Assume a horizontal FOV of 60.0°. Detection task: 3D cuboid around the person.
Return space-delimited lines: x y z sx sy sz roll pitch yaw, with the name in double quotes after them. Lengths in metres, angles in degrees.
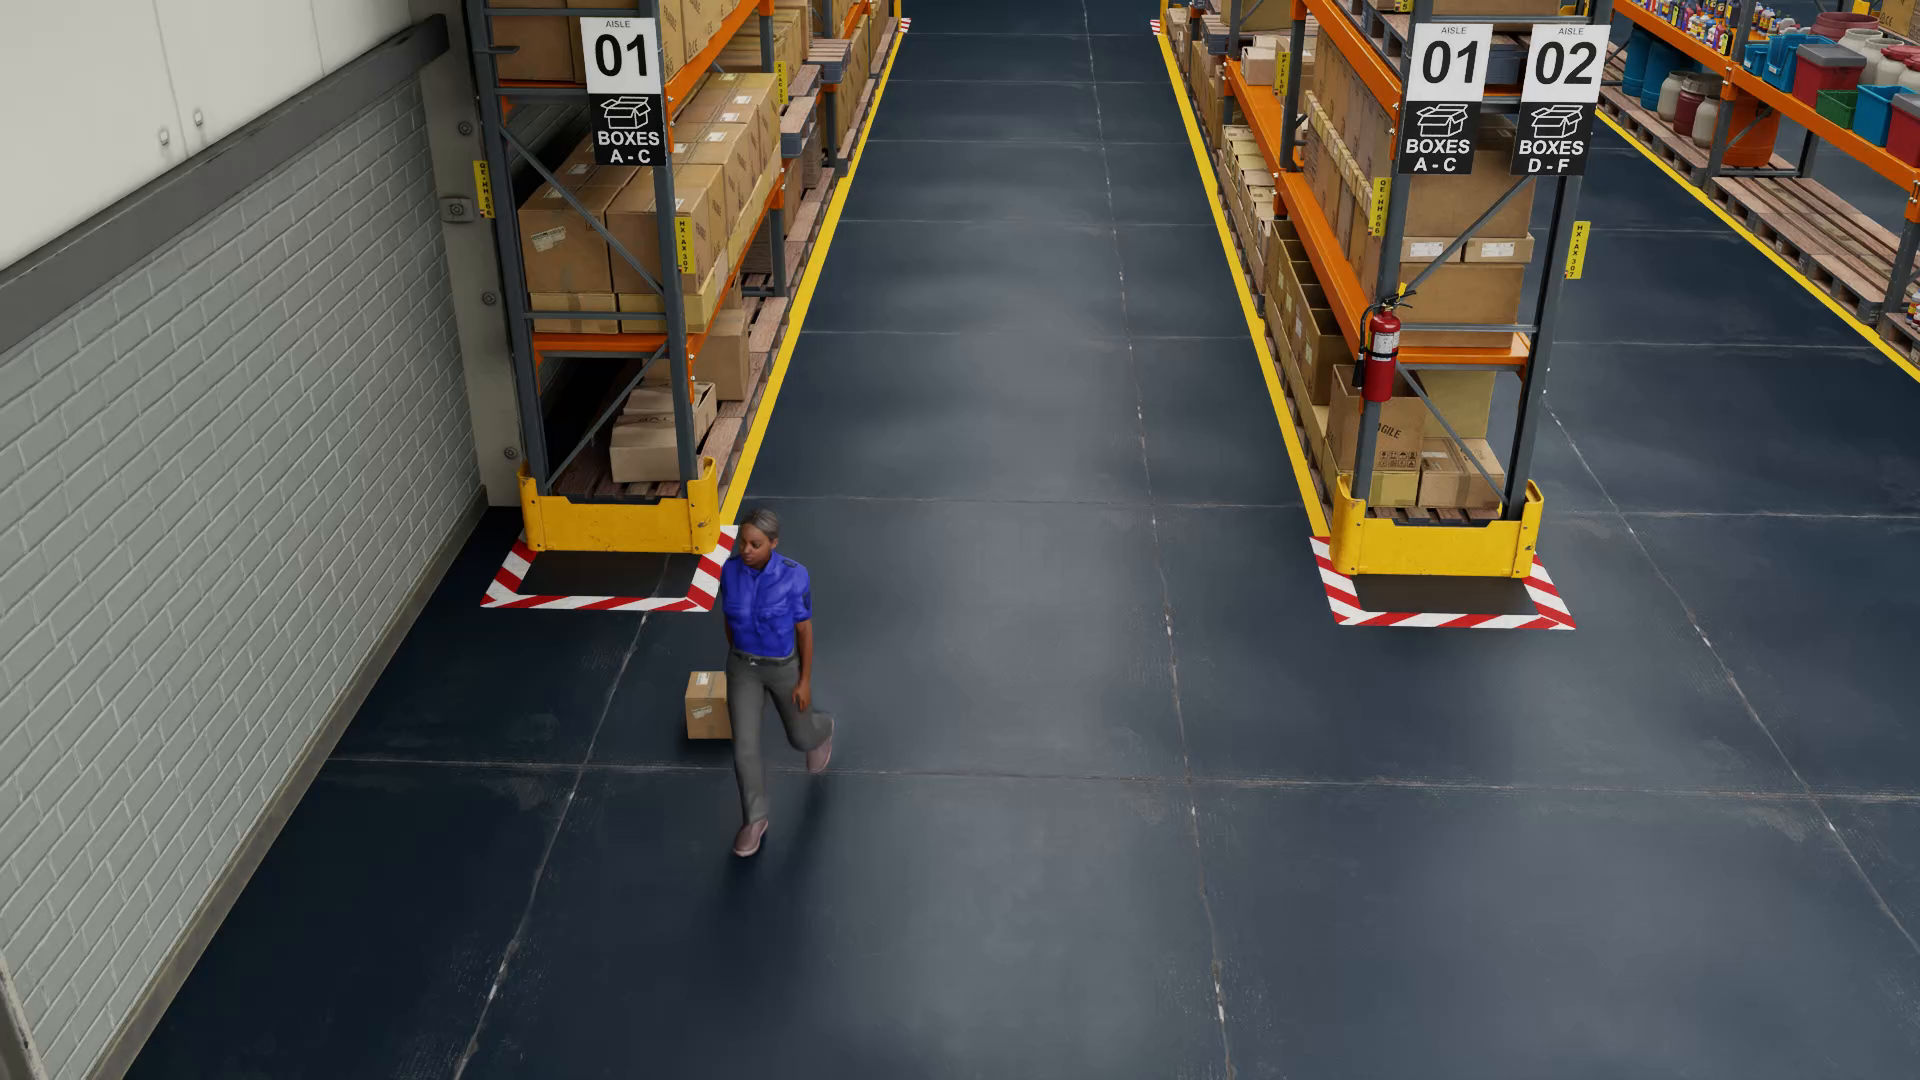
-0.844 0.510 7.594 0.438 1.566 0.676 6 29 11 "person"
